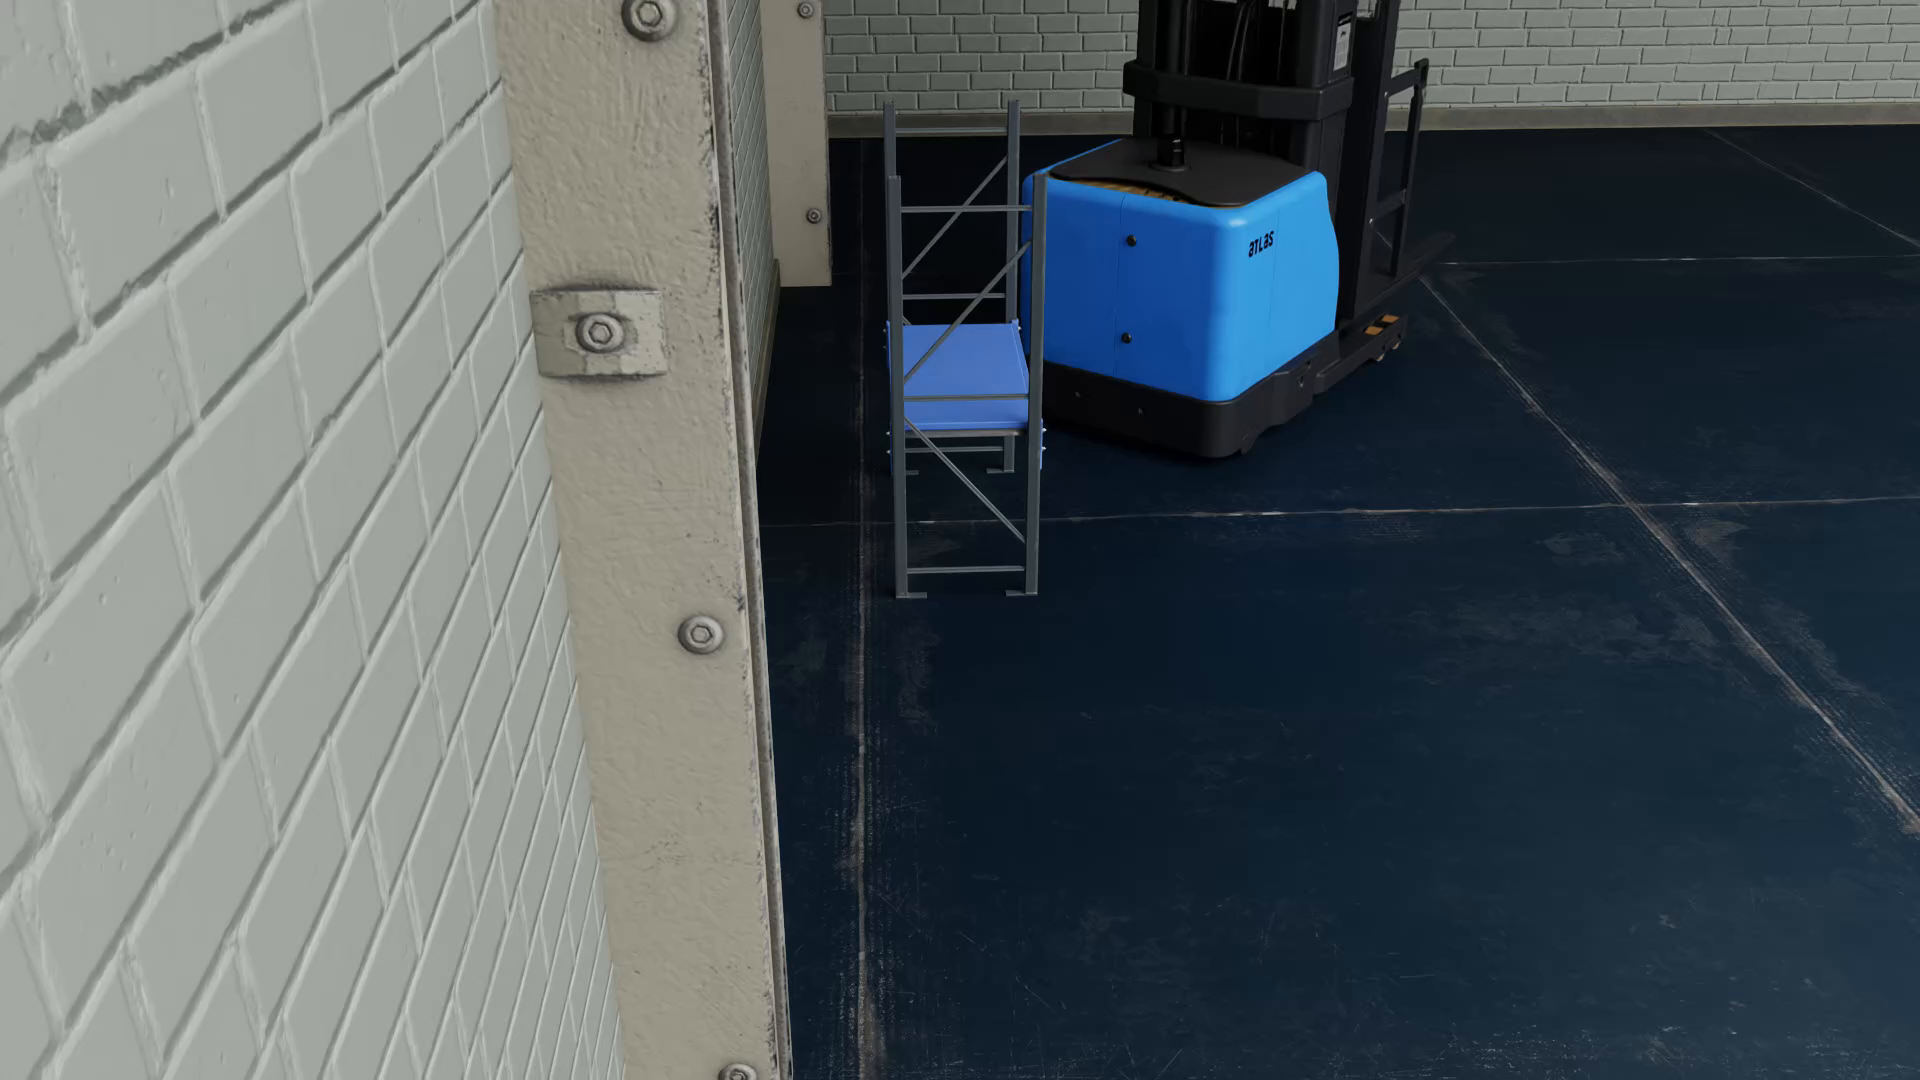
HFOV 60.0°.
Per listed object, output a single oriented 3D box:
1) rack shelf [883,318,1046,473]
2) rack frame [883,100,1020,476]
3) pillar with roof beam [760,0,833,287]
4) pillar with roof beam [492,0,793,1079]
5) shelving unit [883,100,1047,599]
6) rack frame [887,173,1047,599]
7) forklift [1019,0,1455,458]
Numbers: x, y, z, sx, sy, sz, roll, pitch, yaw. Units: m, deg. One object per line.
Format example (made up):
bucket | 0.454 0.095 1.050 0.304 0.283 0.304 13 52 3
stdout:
rack shelf | -0.004 -0.545 6.062 0.538 0.185 1.000 -1 28 -3
rack frame | -0.031 -0.939 6.429 0.500 1.500 0.032 -1 28 -3
pillar with roof beam | 3.452 -5.535 7.131 9.100 9.000 0.400 -1 28 -3
pillar with roof beam | 3.765 -2.764 1.818 9.100 9.000 0.400 -1 28 -3
shelving unit | -0.004 -0.704 5.979 0.538 1.500 1.048 -1 28 -3
rack frame | 0.022 -0.470 5.529 0.500 1.500 0.032 -1 28 -3
forklift | 1.501 -2.259 7.413 1.130 2.935 3.031 18 33 31
